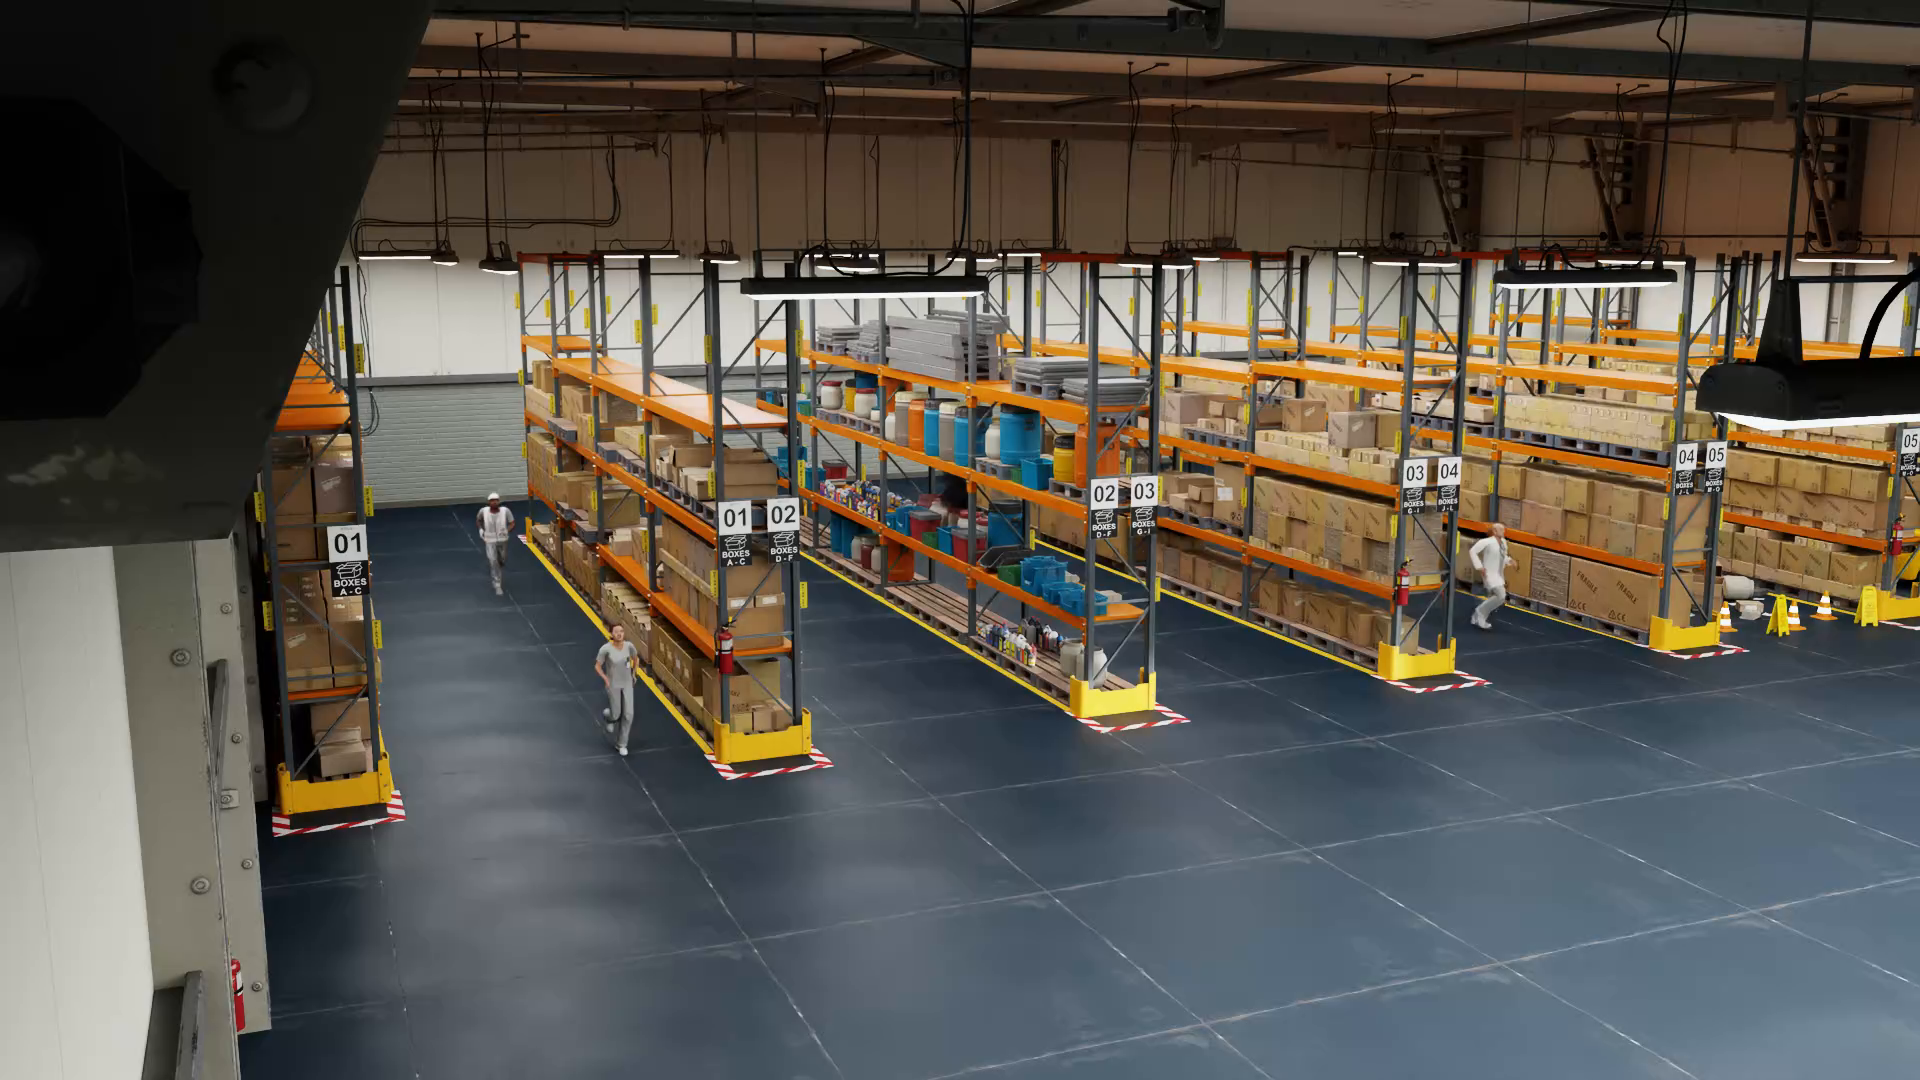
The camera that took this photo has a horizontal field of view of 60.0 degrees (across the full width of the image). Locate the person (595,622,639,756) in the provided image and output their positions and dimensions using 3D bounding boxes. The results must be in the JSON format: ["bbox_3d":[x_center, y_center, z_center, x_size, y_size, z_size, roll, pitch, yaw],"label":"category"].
[{"bbox_3d":[-4.252,1.815,20.702,0.569,1.638,0.697,-5,12,-27],"label":"person"}]

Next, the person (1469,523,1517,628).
[{"bbox_3d":[8.659,0.586,26.970,0.696,1.737,0.704,-9,13,-39],"label":"person"}]

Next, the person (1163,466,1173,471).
[{"bbox_3d":[4.247,-0.708,34.342,0.642,1.682,0.828,-6,12,-29],"label":"person"}]

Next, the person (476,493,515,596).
[{"bbox_3d":[-8.352,0.031,30.019,0.649,1.791,1.156,-4,11,-23],"label":"person"}]
